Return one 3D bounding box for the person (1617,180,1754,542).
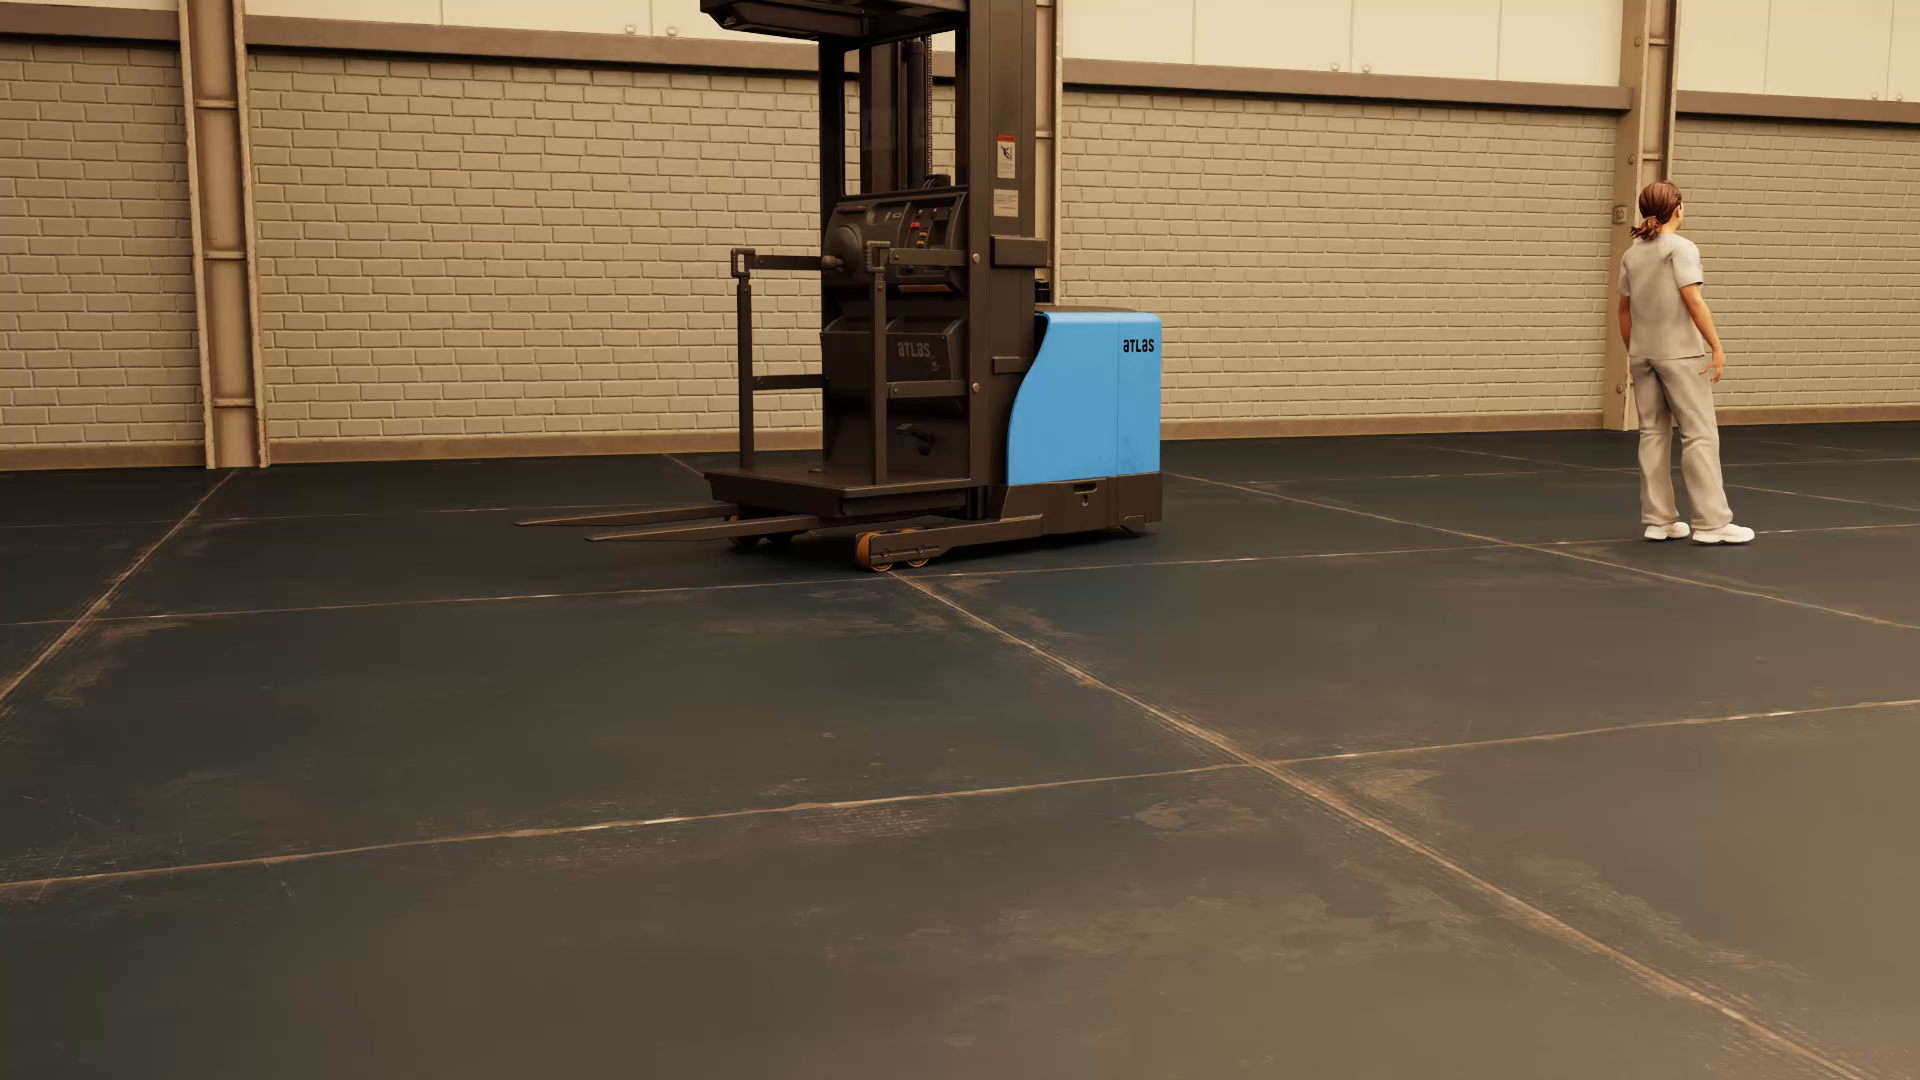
[{"bbox_3d":[3.377,-0.837,7.805,0.548,1.674,0.549,-4,9,-24],"label":"person"}]

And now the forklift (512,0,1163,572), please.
[{"bbox_3d":[-0.461,-1.399,7.333,3.031,2.935,1.130,-7,10,-40],"label":"forklift"}]
